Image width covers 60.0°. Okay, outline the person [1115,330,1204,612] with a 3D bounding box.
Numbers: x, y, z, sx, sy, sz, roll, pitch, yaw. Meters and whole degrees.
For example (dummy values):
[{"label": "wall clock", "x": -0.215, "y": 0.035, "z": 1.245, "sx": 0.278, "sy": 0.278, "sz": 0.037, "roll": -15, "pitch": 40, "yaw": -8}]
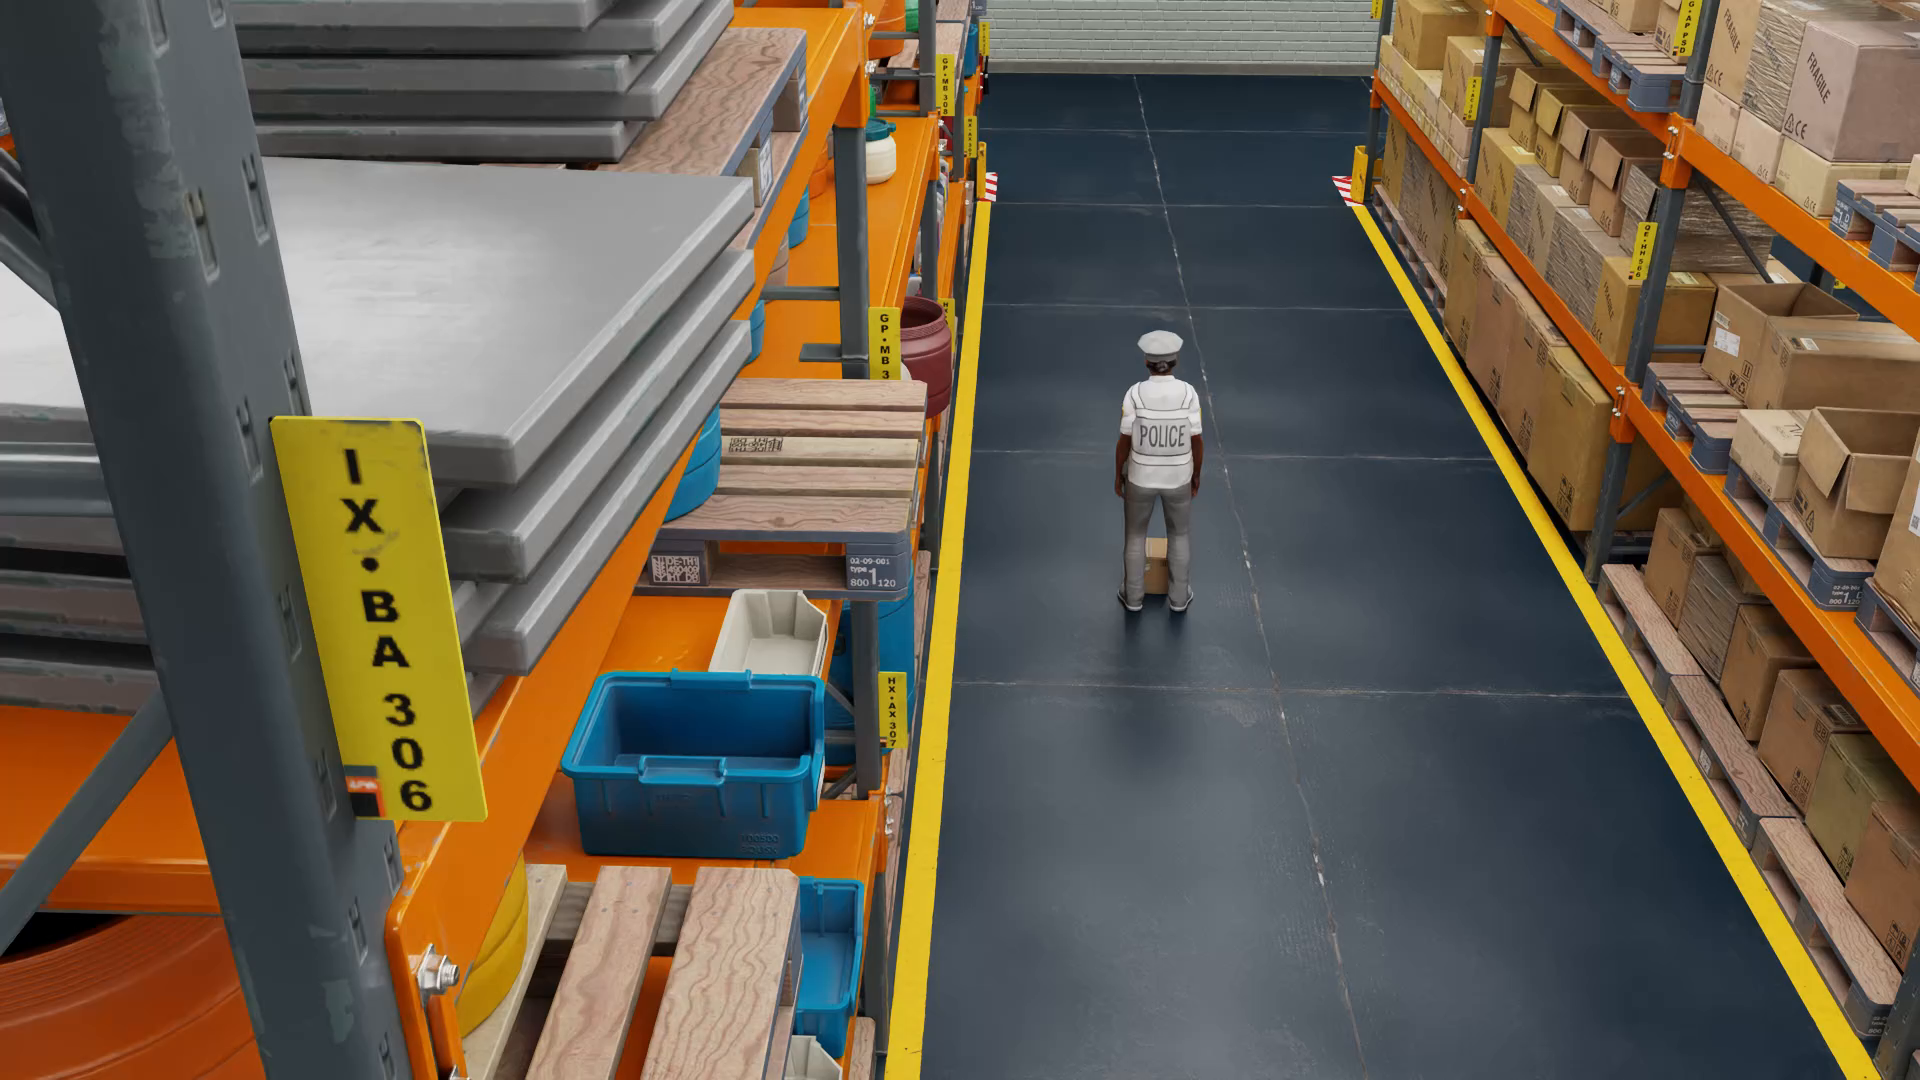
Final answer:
[{"label": "person", "x": 1.139, "y": -0.357, "z": 9.513, "sx": 0.511, "sy": 1.658, "sz": 0.398, "roll": 1, "pitch": 28, "yaw": 1}]
